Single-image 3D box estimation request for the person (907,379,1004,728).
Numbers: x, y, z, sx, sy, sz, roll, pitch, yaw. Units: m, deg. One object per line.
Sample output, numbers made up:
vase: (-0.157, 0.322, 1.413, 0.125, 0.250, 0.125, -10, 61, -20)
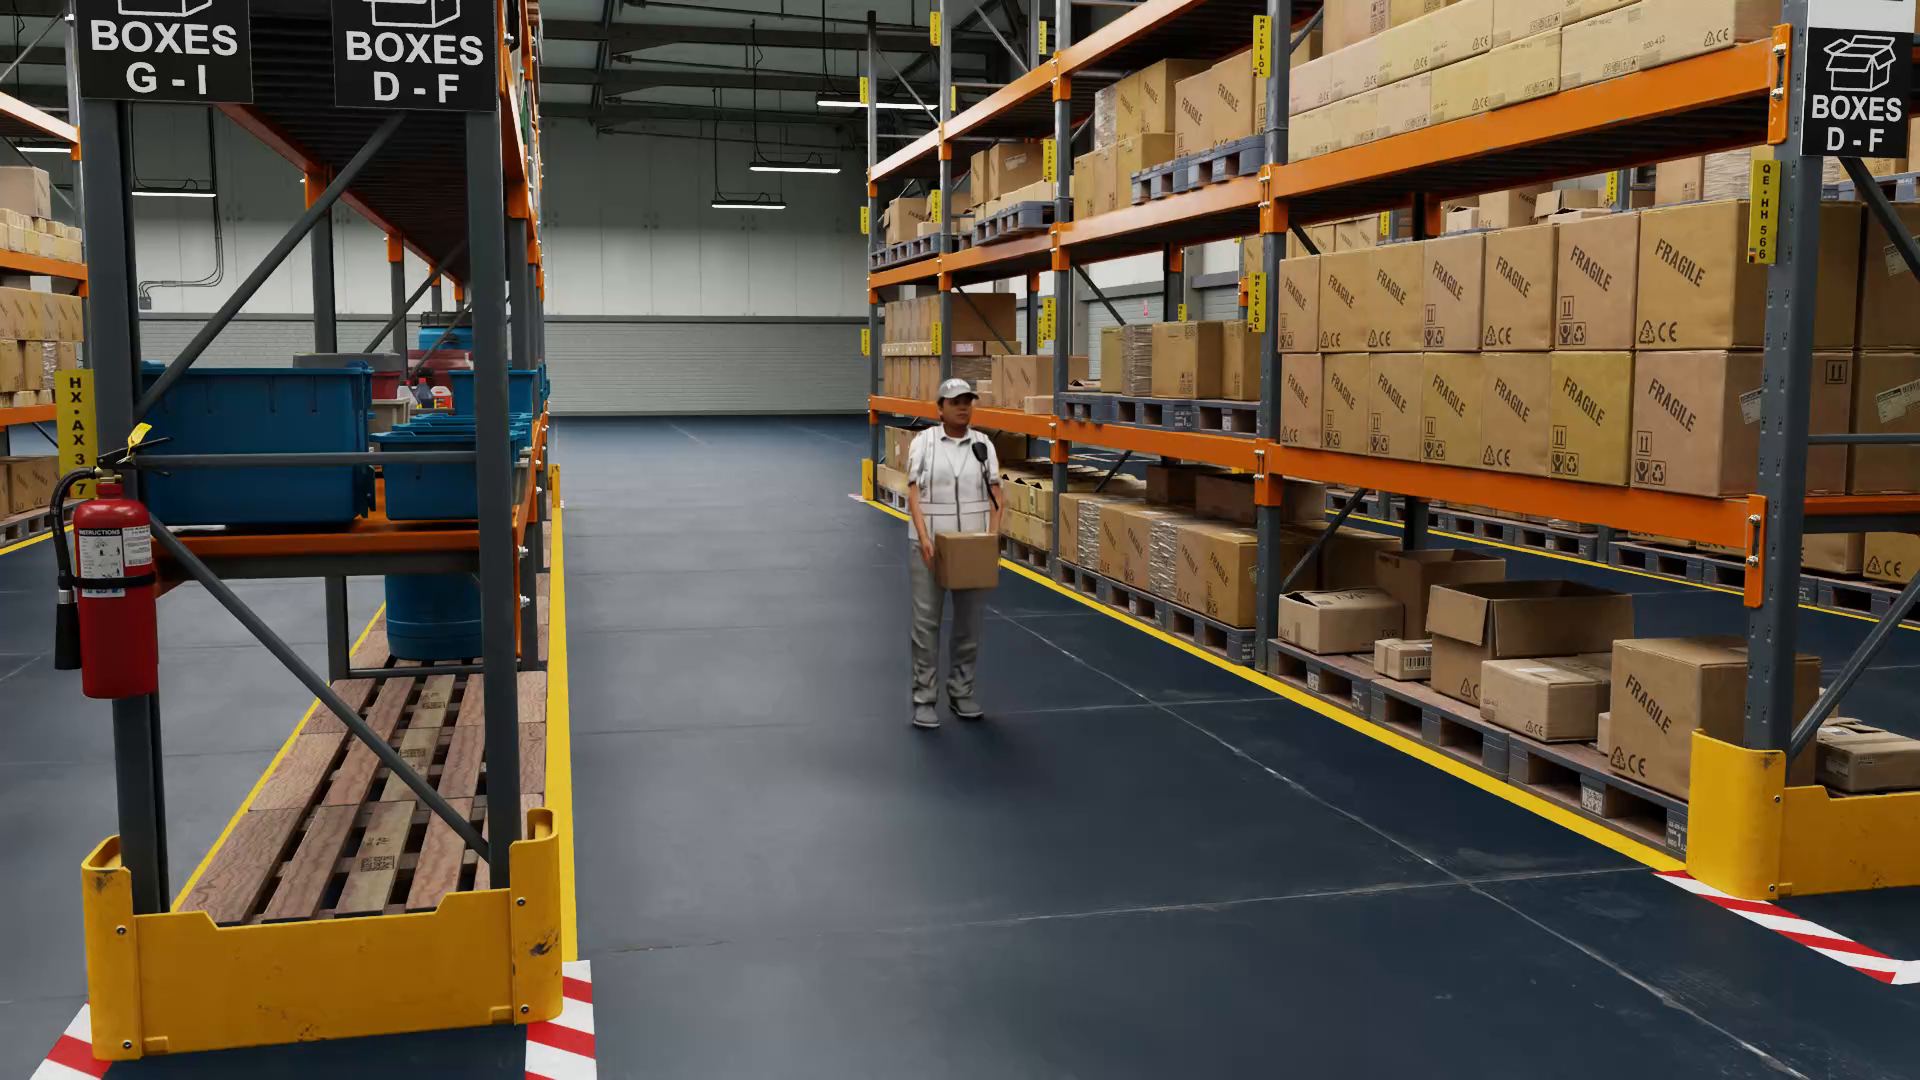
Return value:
person: (-0.016, 0.048, 8.158, 0.502, 1.671, 0.512, -2, 6, -14)
